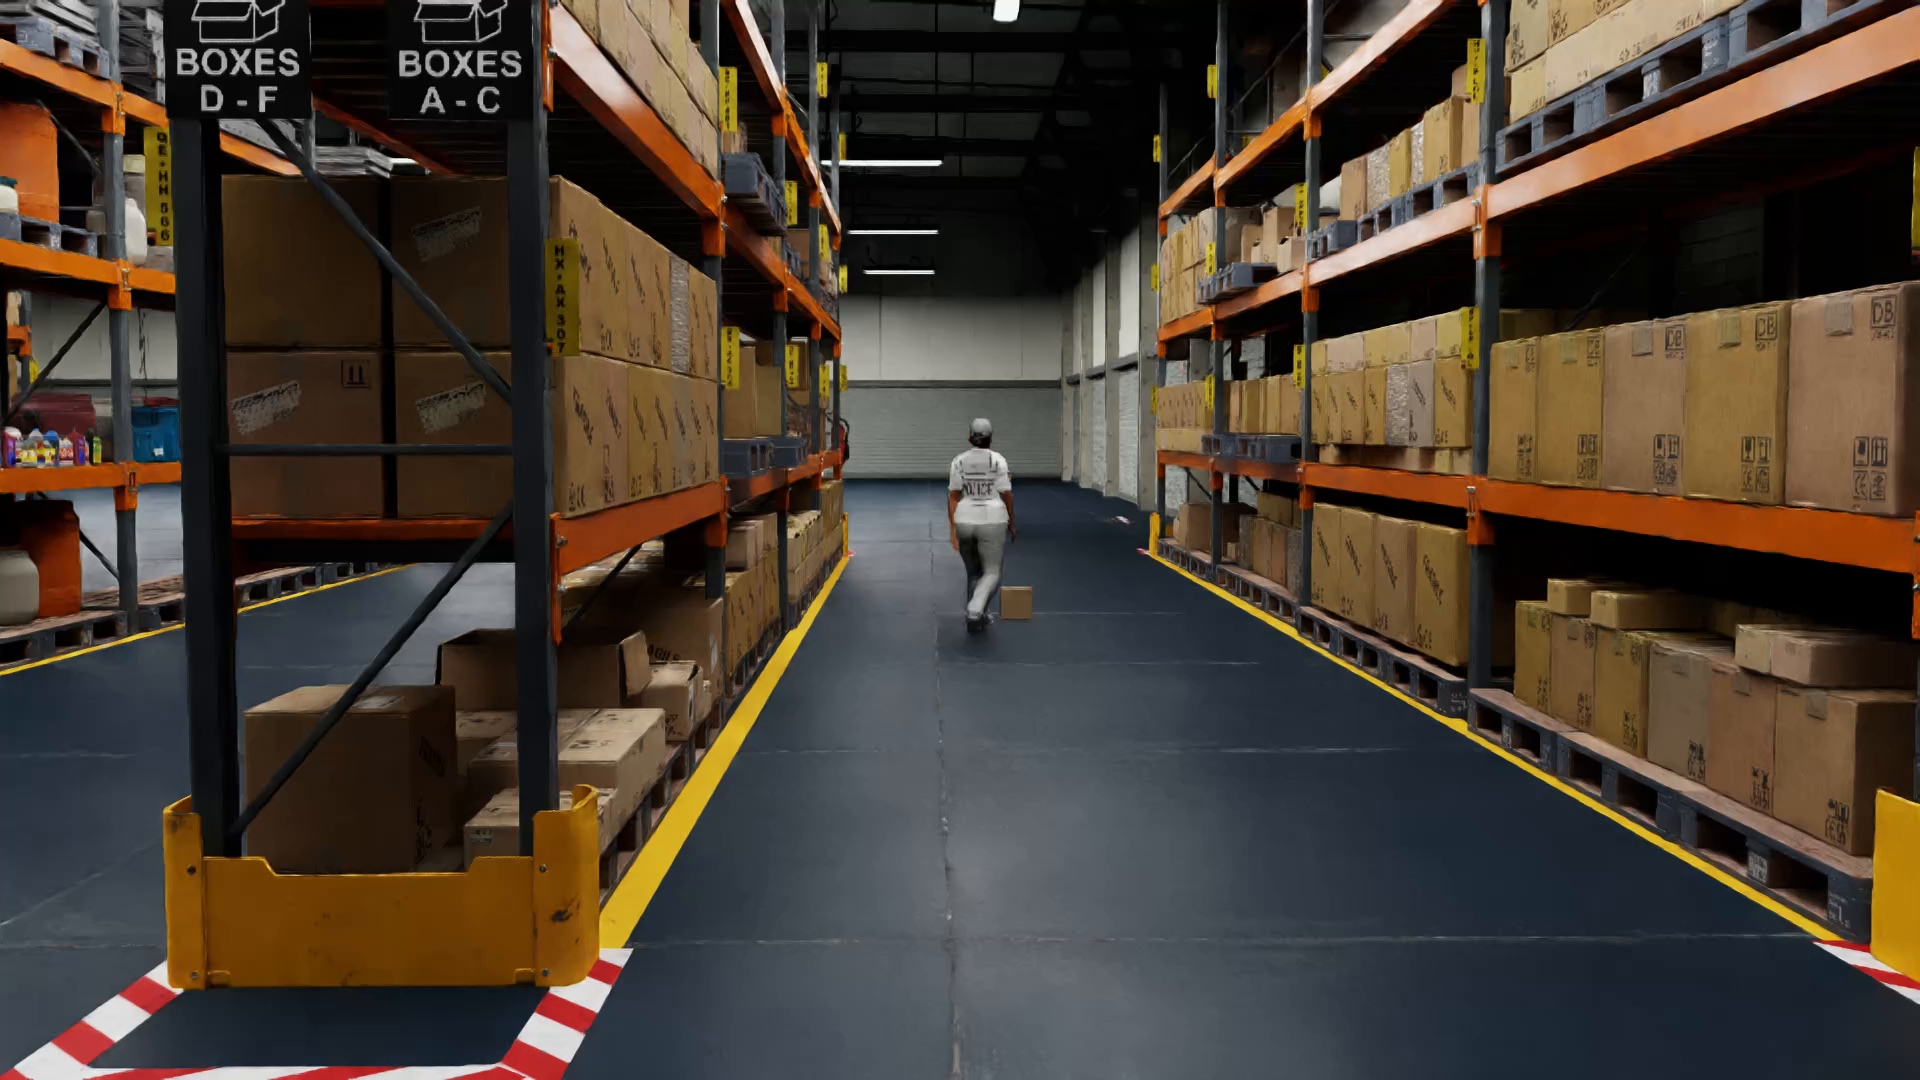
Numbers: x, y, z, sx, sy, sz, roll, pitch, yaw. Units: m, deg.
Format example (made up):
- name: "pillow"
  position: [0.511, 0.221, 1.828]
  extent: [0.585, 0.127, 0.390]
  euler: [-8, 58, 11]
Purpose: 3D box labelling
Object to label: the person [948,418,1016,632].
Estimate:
- name: "person"
  position: [0.156, -0.100, 12.472]
  extent: [0.491, 1.625, 0.964]
  euler: [2, 4, 22]
